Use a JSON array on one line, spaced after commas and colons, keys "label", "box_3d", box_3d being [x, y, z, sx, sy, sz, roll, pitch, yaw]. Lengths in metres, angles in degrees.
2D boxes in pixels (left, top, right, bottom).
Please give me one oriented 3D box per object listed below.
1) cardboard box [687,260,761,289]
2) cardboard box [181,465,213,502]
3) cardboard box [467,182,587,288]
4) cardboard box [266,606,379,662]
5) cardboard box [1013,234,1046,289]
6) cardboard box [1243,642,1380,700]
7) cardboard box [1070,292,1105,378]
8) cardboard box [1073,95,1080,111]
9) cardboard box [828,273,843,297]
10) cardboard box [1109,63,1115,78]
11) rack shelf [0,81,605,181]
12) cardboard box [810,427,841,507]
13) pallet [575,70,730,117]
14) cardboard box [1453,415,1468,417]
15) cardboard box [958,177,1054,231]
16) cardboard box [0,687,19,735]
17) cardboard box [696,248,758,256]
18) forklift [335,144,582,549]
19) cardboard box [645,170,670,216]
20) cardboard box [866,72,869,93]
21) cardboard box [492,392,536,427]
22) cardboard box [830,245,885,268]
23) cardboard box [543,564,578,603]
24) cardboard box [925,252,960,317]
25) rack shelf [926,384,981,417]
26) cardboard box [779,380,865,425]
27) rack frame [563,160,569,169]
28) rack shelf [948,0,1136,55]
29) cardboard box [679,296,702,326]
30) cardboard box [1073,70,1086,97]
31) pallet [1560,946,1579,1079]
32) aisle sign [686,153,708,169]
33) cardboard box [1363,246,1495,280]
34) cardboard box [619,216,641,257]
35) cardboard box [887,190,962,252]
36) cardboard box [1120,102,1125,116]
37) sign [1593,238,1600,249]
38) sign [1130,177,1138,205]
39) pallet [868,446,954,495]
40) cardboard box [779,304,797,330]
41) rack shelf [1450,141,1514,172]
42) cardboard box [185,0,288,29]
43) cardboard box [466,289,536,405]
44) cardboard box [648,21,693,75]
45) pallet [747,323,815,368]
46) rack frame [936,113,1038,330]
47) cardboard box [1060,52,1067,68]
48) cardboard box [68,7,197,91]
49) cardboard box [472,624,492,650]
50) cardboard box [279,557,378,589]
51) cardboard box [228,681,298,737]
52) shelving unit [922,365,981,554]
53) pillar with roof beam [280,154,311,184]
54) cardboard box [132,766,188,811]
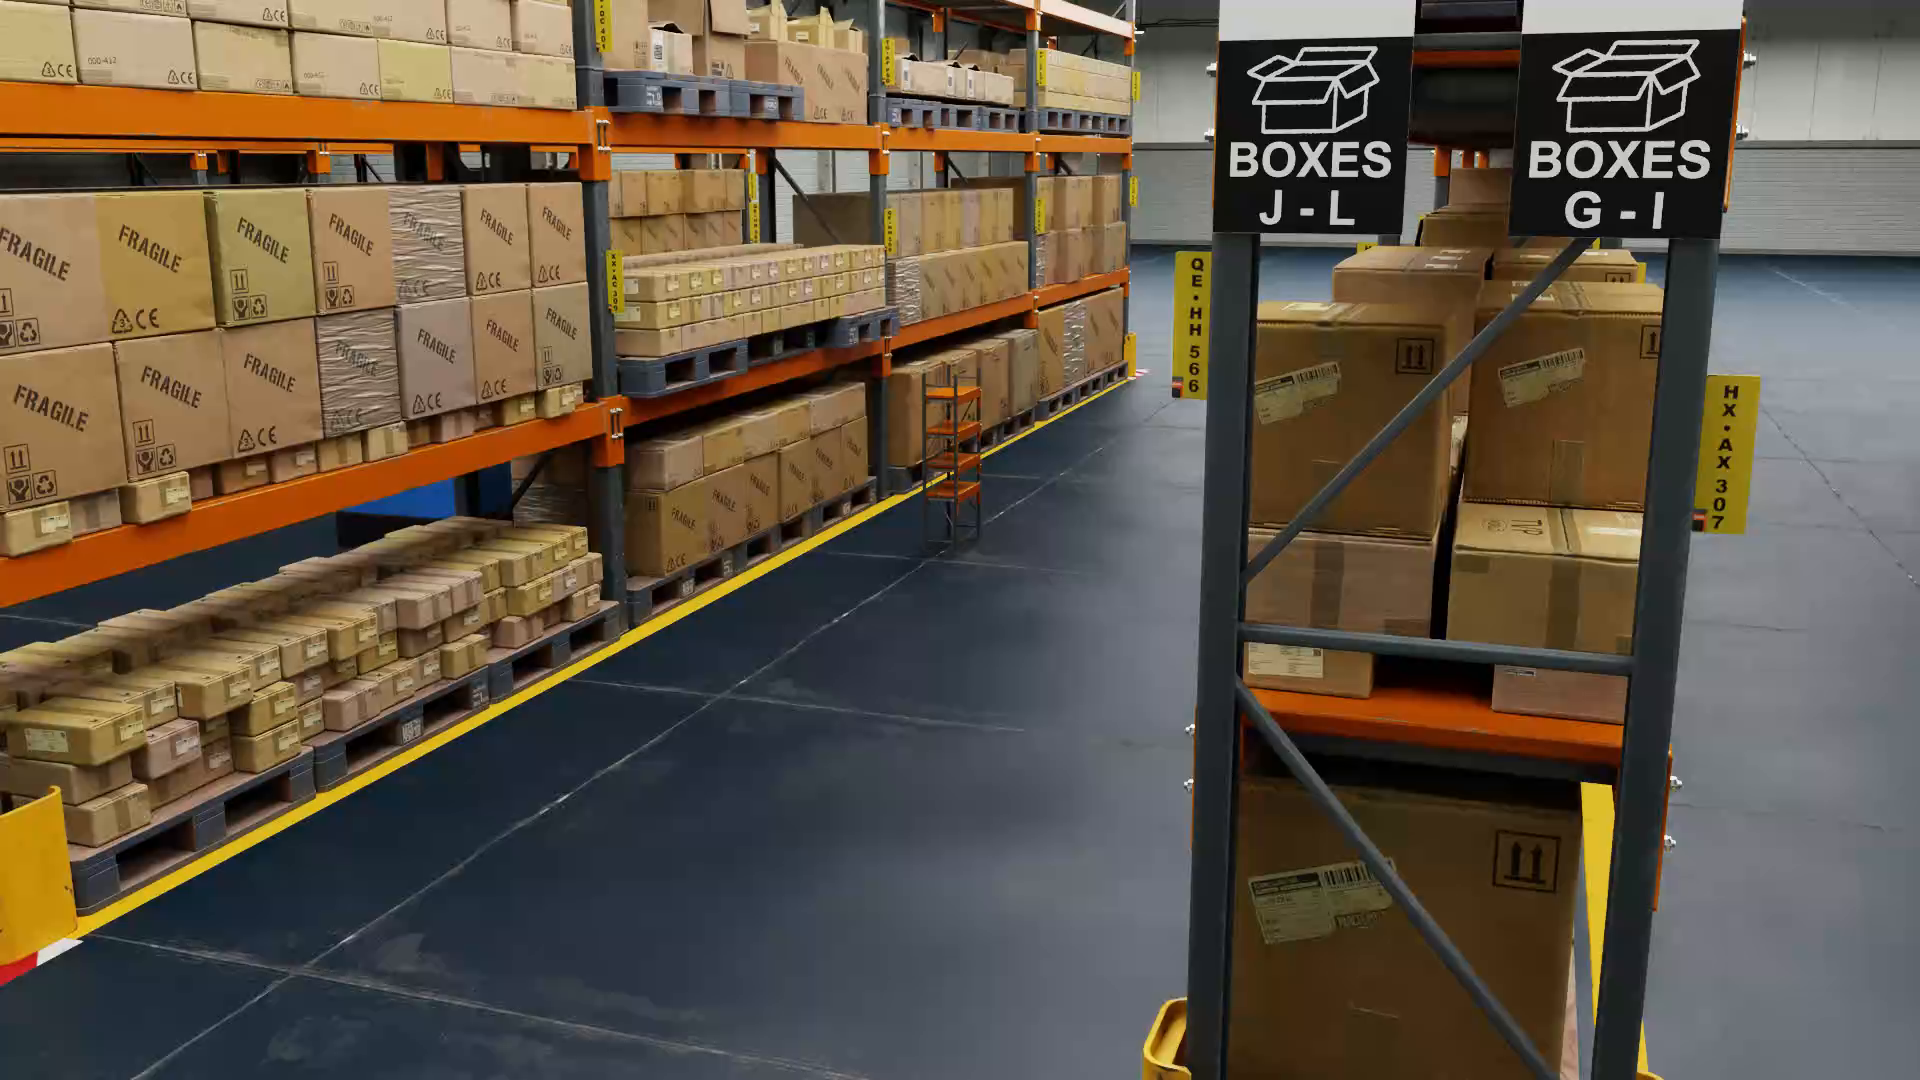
[{"label": "cardboard box", "box_3d": [-1.435, -1.615, 10.107, 0.380, 0.149, 0.250, 4, 14, 18]}, {"label": "cardboard box", "box_3d": [-3.077, -0.228, 6.308, 0.380, 0.149, 0.250, 5, 14, 21]}, {"label": "cardboard box", "box_3d": [-2.229, -1.537, 8.339, 0.500, 0.500, 0.500, 4, 13, 16]}, {"label": "cardboard box", "box_3d": [-2.729, 0.399, 7.124, 0.380, 0.149, 0.250, 5, 14, 19]}, {"label": "cardboard box", "box_3d": [0.363, -2.810, 16.721, 0.875, 0.550, 0.550, 4, 14, 18]}, {"label": "cardboard box", "box_3d": [0.837, 0.271, 4.126, 0.380, 0.149, 0.250, 5, 14, 19]}, {"label": "cardboard box", "box_3d": [1.110, -2.336, 18.814, 0.875, 0.875, 0.875, 4, 13, 18]}, {"label": "cardboard box", "box_3d": [1.022, -4.518, 17.198, 0.380, 0.149, 0.250, 4, 13, 17]}, {"label": "cardboard box", "box_3d": [-1.017, -1.742, 11.331, 0.380, 0.149, 0.250, 4, 14, 19]}, {"label": "cardboard box", "box_3d": [1.514, -5.226, 18.507, 0.380, 0.149, 0.250, 5, 14, 19]}, {"label": "rack shelf", "box_3d": [-2.980, -1.664, 6.915, 1.077, 0.370, 4.000, 4, 14, 18]}, {"label": "cardboard box", "box_3d": [-1.176, -0.536, 11.768, 0.500, 0.500, 0.500, 5, 14, 21]}, {"label": "pallet", "box_3d": [-2.032, -2.467, 9.236, 1.213, 0.211, 1.003, 4, 14, 18]}, {"label": "cardboard box", "box_3d": [1.600, -0.373, 6.052, 0.500, 0.250, 0.500, 5, 14, 20]}, {"label": "cardboard box", "box_3d": [0.475, -3.457, 17.130, 0.875, 0.550, 0.550, 4, 14, 18]}, {"label": "cardboard box", "box_3d": [-3.696, 0.634, 6.096, 0.380, 0.149, 0.250, 5, 14, 19]}, {"label": "cardboard box", "box_3d": [-1.626, -1.941, 11.535, 0.380, 0.149, 0.250, 4, 13, 16]}, {"label": "forklift", "box_3d": [-3.182, -1.599, 11.908, 1.130, 2.935, 3.031, 4, 13, 17]}, {"label": "cardboard box", "box_3d": [-3.739, -3.961, 18.963, 0.700, 0.500, 0.500, 4, 13, 17]}, {"label": "cardboard box", "box_3d": [-0.779, -3.468, 12.597, 0.380, 0.149, 0.250, 4, 13, 16]}, {"label": "cardboard box", "box_3d": [-2.327, -0.660, 8.204, 0.380, 0.149, 0.250, 5, 14, 21]}, {"label": "cardboard box", "box_3d": [-0.764, -2.052, 12.022, 0.380, 0.149, 0.250, 4, 13, 16]}, {"label": "cardboard box", "box_3d": [-2.210, 0.213, 8.606, 0.380, 0.149, 0.250, 4, 13, 16]}, {"label": "cardboard box", "box_3d": [-0.313, -2.153, 13.956, 0.500, 0.500, 0.500, 4, 14, 18]}, {"label": "rack shelf", "box_3d": [-0.054, -0.933, 11.114, 0.258, 0.148, 0.480, 4, 14, 18]}, {"label": "cardboard box", "box_3d": [-1.012, -1.005, 12.138, 0.500, 0.250, 0.500, 4, 13, 17]}, {"label": "rack frame", "box_3d": [-4.461, -2.993, 17.862, 1.000, 3.000, 0.127, 4, 14, 18]}, {"label": "rack shelf", "box_3d": [0.902, -5.458, 17.695, 1.077, 0.370, 4.000, 4, 14, 18]}, {"label": "cardboard box", "box_3d": [-1.688, -1.306, 9.420, 0.380, 0.149, 0.250, 4, 13, 17]}, {"label": "cardboard box", "box_3d": [1.003, -4.741, 17.280, 0.500, 0.250, 0.500, 4, 14, 18]}, {"label": "pallet", "box_3d": [1.218, 1.432, 4.738, 1.003, 0.211, 1.213, 4, 14, 18]}, {"label": "aisle sign", "box_3d": [-3.440, -5.138, 21.417, 0.394, 0.787, 0.004, 4, 14, 18]}, {"label": "cardboard box", "box_3d": [1.931, -0.950, 6.895, 0.500, 0.500, 0.500, 4, 14, 18]}, {"label": "cardboard box", "box_3d": [-3.915, -3.367, 18.606, 0.500, 0.500, 0.500, 4, 14, 18]}, {"label": "cardboard box", "box_3d": [-0.393, -2.768, 14.405, 0.700, 0.500, 0.500, 4, 14, 18]}, {"label": "cardboard box", "box_3d": [1.680, -4.946, 19.074, 0.380, 0.149, 0.250, 4, 14, 19]}, {"label": "sign", "box_3d": [4.148, -1.963, 10.745, 0.100, 0.325, 0.005, 4, 14, 18]}, {"label": "sign", "box_3d": [2.059, -4.138, 19.744, 0.100, 0.325, 0.005, 4, 14, 18]}, {"label": "pallet", "box_3d": [-0.712, -0.617, 13.717, 1.003, 0.211, 1.213, 4, 14, 18]}, {"label": "cardboard box", "box_3d": [-1.268, -1.434, 10.651, 0.380, 0.149, 0.250, 4, 13, 16]}, {"label": "rack shelf", "box_3d": [4.269, -2.970, 12.637, 1.077, 0.370, 4.000, 4, 14, 18]}, {"label": "cardboard box", "box_3d": [-2.897, -2.054, 6.218, 0.500, 0.250, 0.500, 5, 14, 19]}, {"label": "cardboard box", "box_3d": [-2.391, -0.936, 7.955, 0.500, 0.500, 0.500, 4, 13, 17]}, {"label": "cardboard box", "box_3d": [-1.850, -2.768, 9.388, 0.500, 0.311, 0.500, 4, 14, 18]}, {"label": "pallet", "box_3d": [-1.641, -1.303, 10.886, 1.003, 0.211, 1.213, 4, 14, 18]}, {"label": "rack frame", "box_3d": [0.255, -2.658, 16.393, 1.000, 3.000, 0.127, 4, 14, 18]}, {"label": "cardboard box", "box_3d": [0.858, -4.800, 16.639, 0.380, 0.149, 0.250, 4, 14, 18]}, {"label": "cardboard box", "box_3d": [-3.066, -1.708, 5.824, 0.500, 0.250, 0.500, 5, 14, 20]}, {"label": "cardboard box", "box_3d": [-2.525, 0.474, 8.133, 0.380, 0.149, 0.250, 4, 13, 17]}, {"label": "cardboard box", "box_3d": [-3.043, 0.194, 8.024, 0.380, 0.149, 0.250, 5, 14, 20]}, {"label": "cardboard box", "box_3d": [-2.892, 0.659, 6.654, 0.380, 0.149, 0.250, 5, 14, 20]}, {"label": "shelving unit", "box_3d": [-0.054, -0.550, 11.202, 0.258, 1.200, 0.503, 4, 14, 18]}, {"label": "pillar with roof beam", "box_3d": [-4.869, -6.725, 20.730, 9.100, 9.000, 0.400, 4, 14, 18]}, {"label": "cardboard box", "box_3d": [-3.148, 0.905, 6.244, 0.380, 0.149, 0.250, 4, 14, 18]}]
